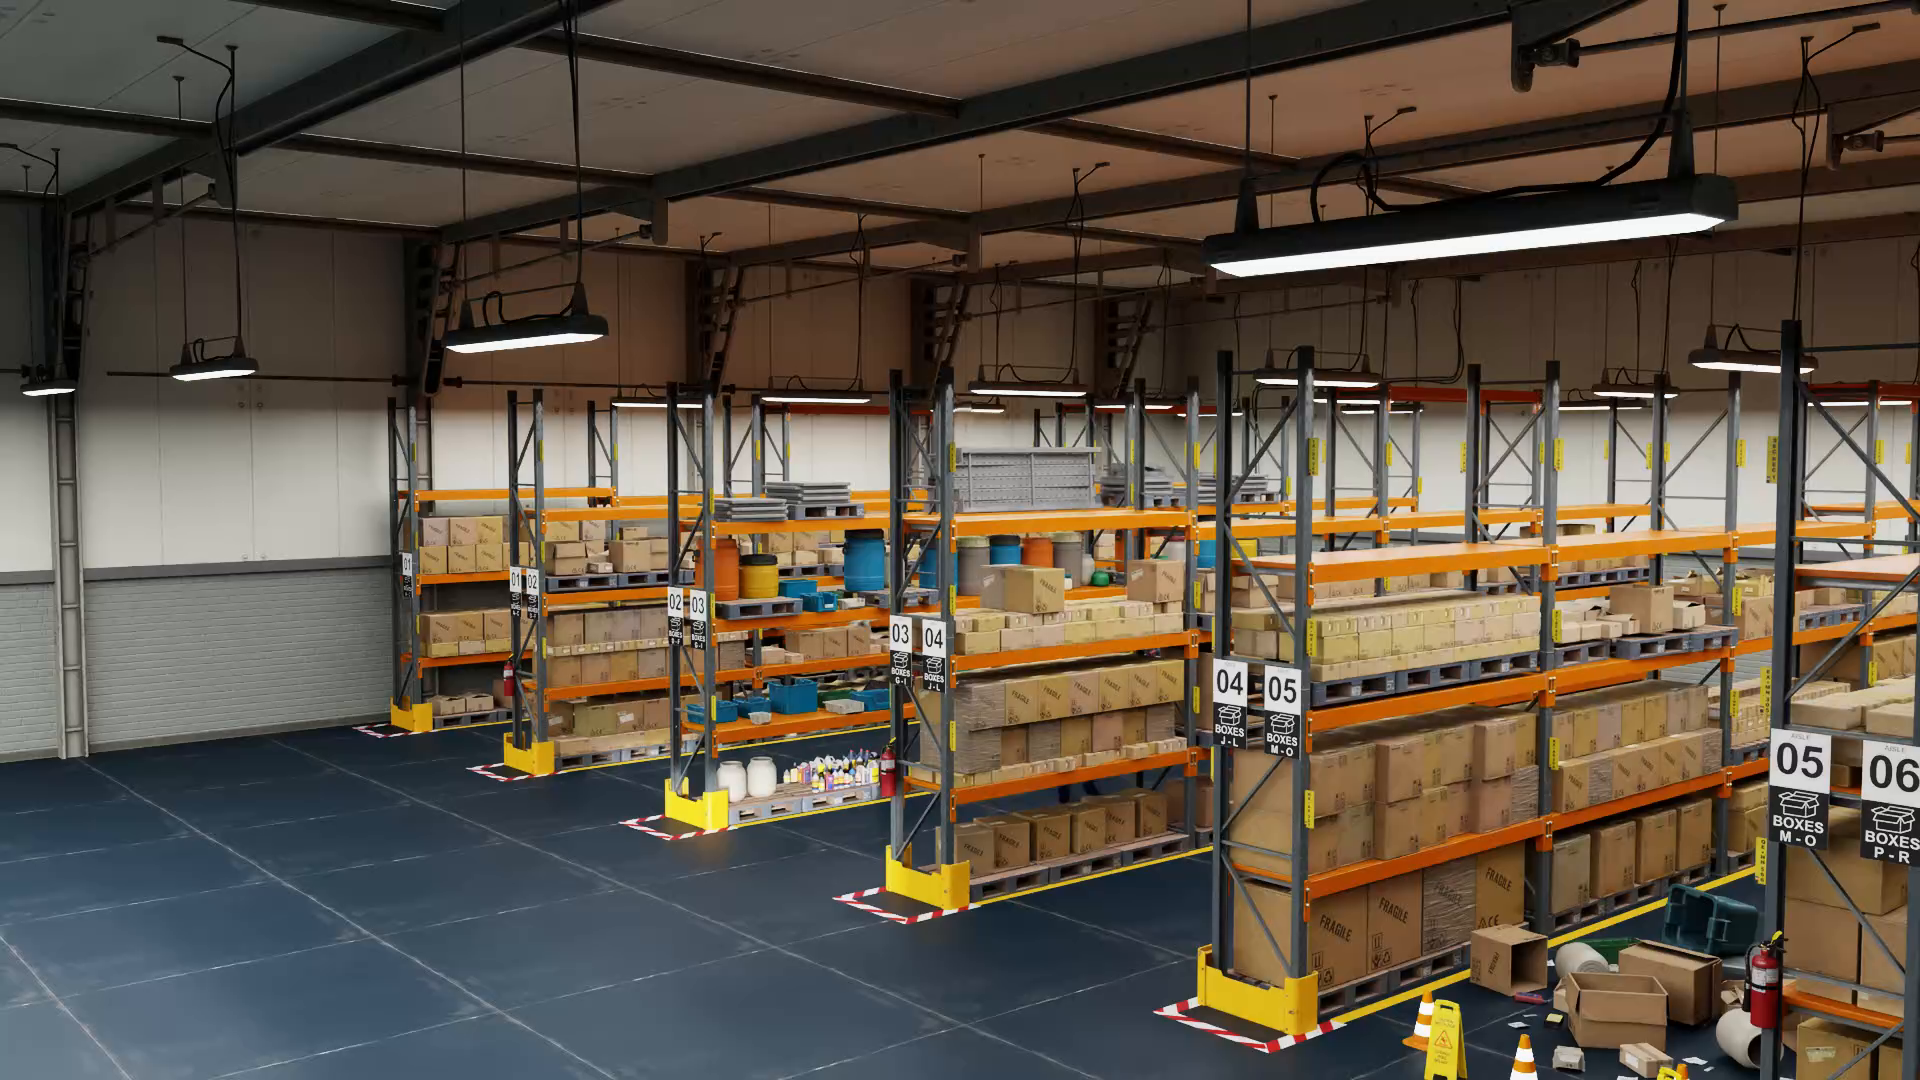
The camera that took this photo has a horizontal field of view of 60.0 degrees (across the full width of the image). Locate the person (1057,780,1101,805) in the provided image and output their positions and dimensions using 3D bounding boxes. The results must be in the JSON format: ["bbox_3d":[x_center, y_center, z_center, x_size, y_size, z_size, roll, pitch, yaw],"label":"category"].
[{"bbox_3d":[1.629,3.035,22.567,0.761,1.692,0.582,-3,5,-42],"label":"person"}]

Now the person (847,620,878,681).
[{"bbox_3d":[-2.026,2.079,33.498,0.803,1.720,0.684,-3,4,-42],"label":"person"}]
